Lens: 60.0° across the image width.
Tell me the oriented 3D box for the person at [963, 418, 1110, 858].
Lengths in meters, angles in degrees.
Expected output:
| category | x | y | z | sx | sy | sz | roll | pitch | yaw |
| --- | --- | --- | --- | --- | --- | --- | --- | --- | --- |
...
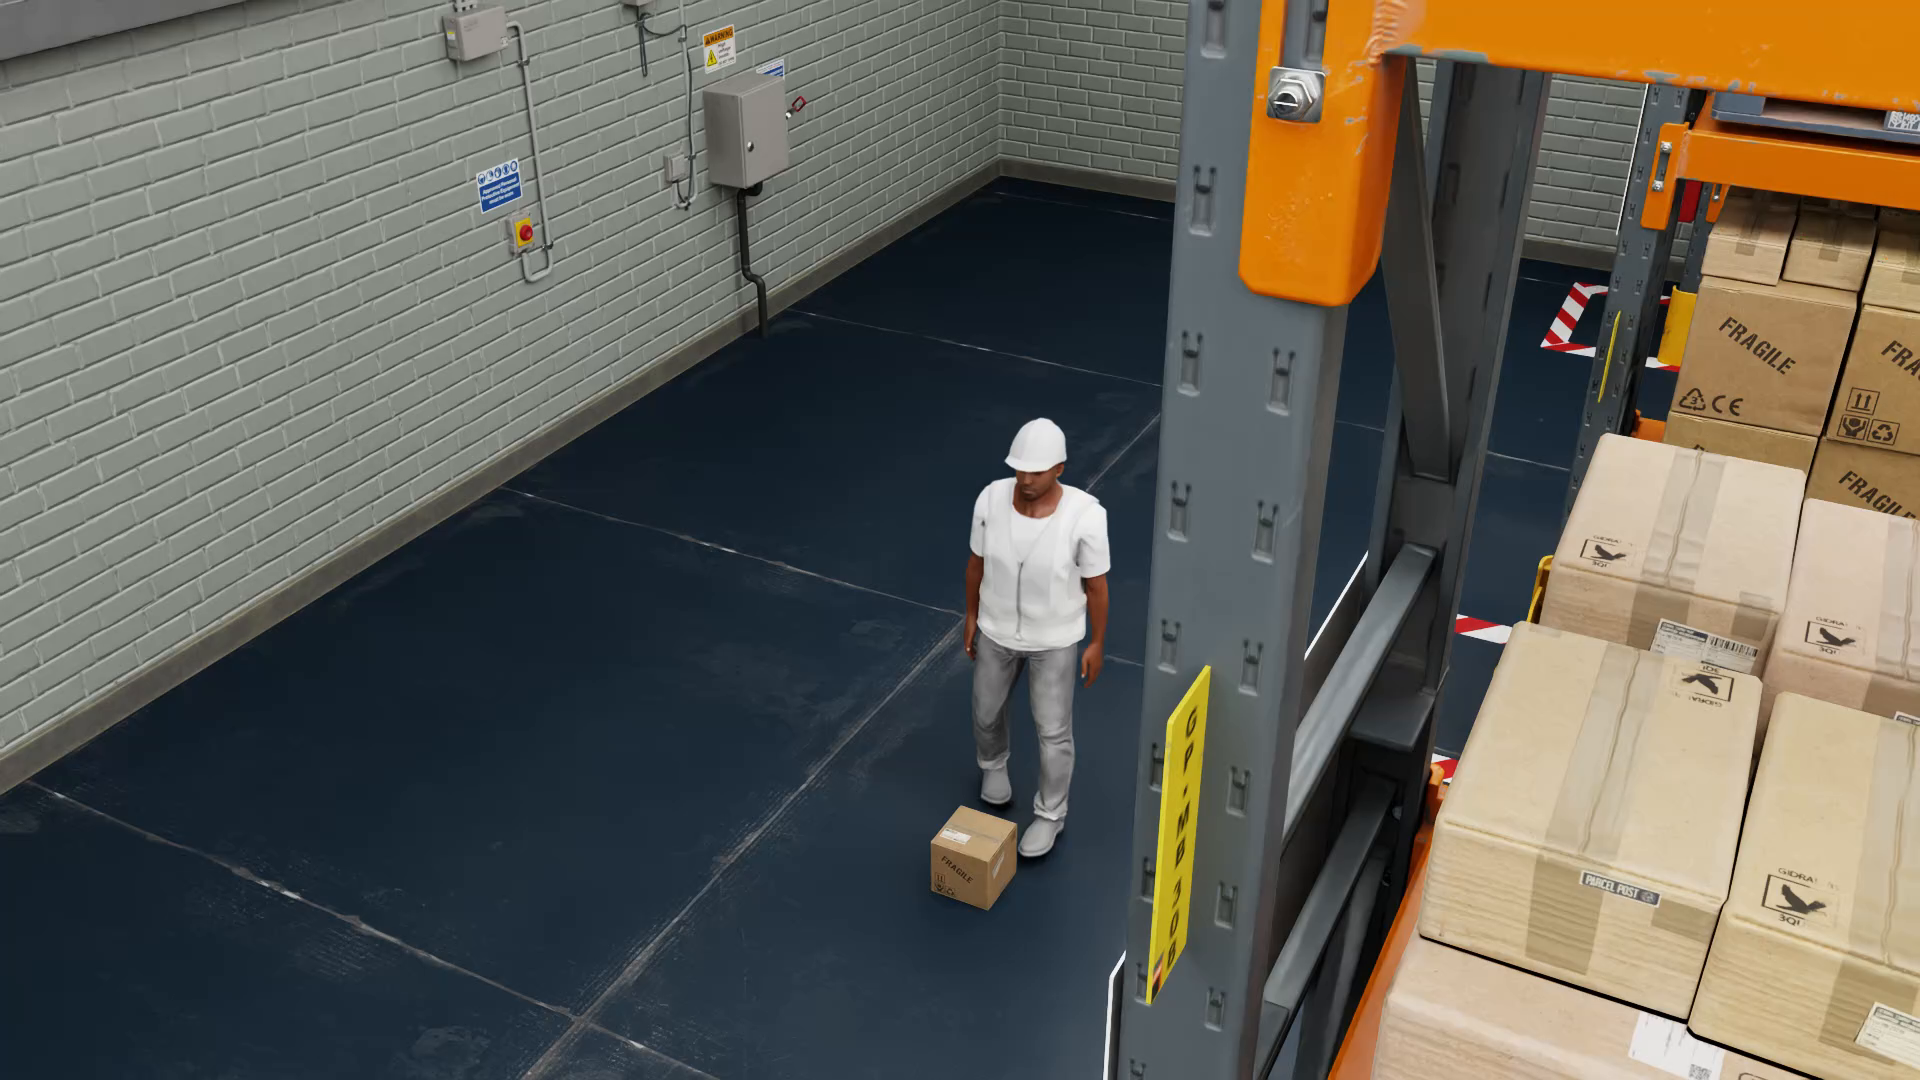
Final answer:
| category | x | y | z | sx | sy | sz | roll | pitch | yaw |
| --- | --- | --- | --- | --- | --- | --- | --- | --- | --- |
| person | 0.261 | 0.381 | 6.437 | 0.587 | 1.767 | 0.547 | 11 | 32 | 19 |
